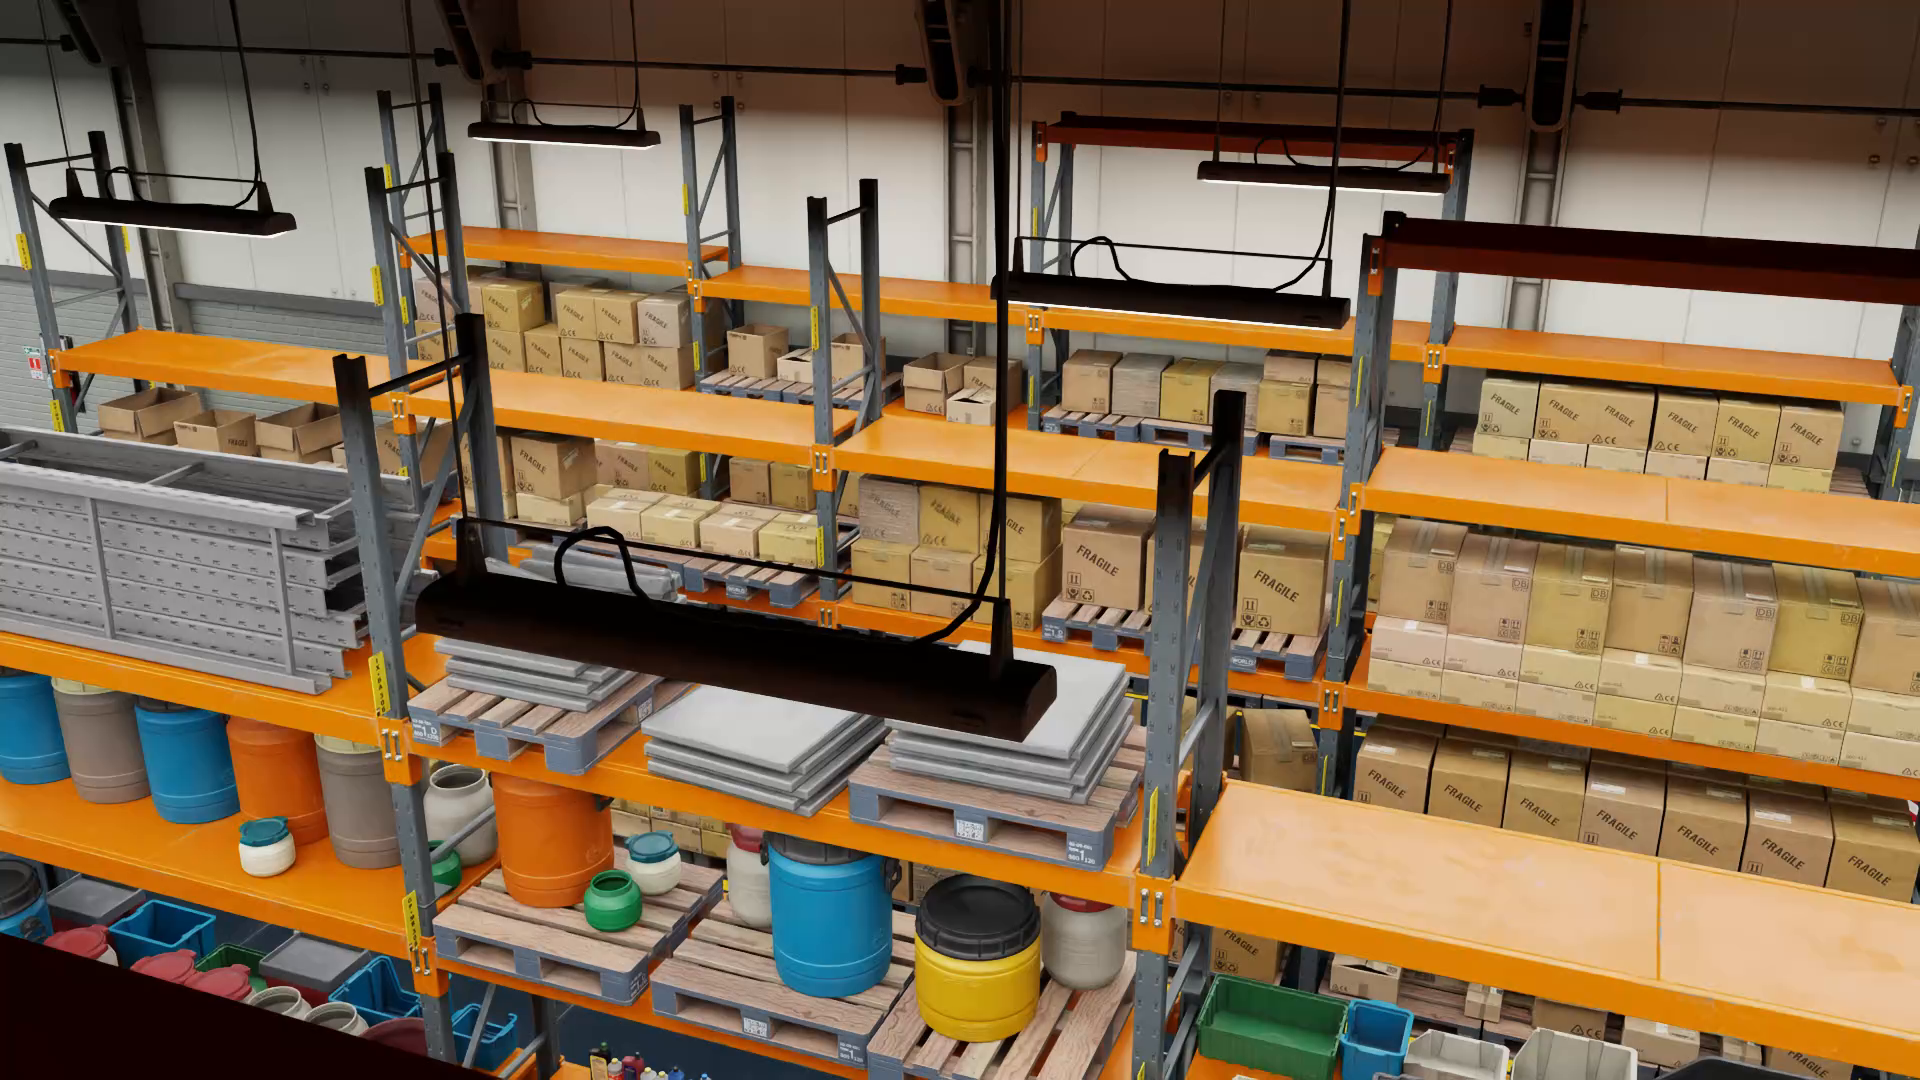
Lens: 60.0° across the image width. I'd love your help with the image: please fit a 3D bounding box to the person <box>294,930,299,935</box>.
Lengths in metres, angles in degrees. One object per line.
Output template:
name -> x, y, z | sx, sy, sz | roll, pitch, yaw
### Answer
person -> -4.632, 2.863, 12.430 | 0.533, 1.839, 0.610 | 14, 25, 32
